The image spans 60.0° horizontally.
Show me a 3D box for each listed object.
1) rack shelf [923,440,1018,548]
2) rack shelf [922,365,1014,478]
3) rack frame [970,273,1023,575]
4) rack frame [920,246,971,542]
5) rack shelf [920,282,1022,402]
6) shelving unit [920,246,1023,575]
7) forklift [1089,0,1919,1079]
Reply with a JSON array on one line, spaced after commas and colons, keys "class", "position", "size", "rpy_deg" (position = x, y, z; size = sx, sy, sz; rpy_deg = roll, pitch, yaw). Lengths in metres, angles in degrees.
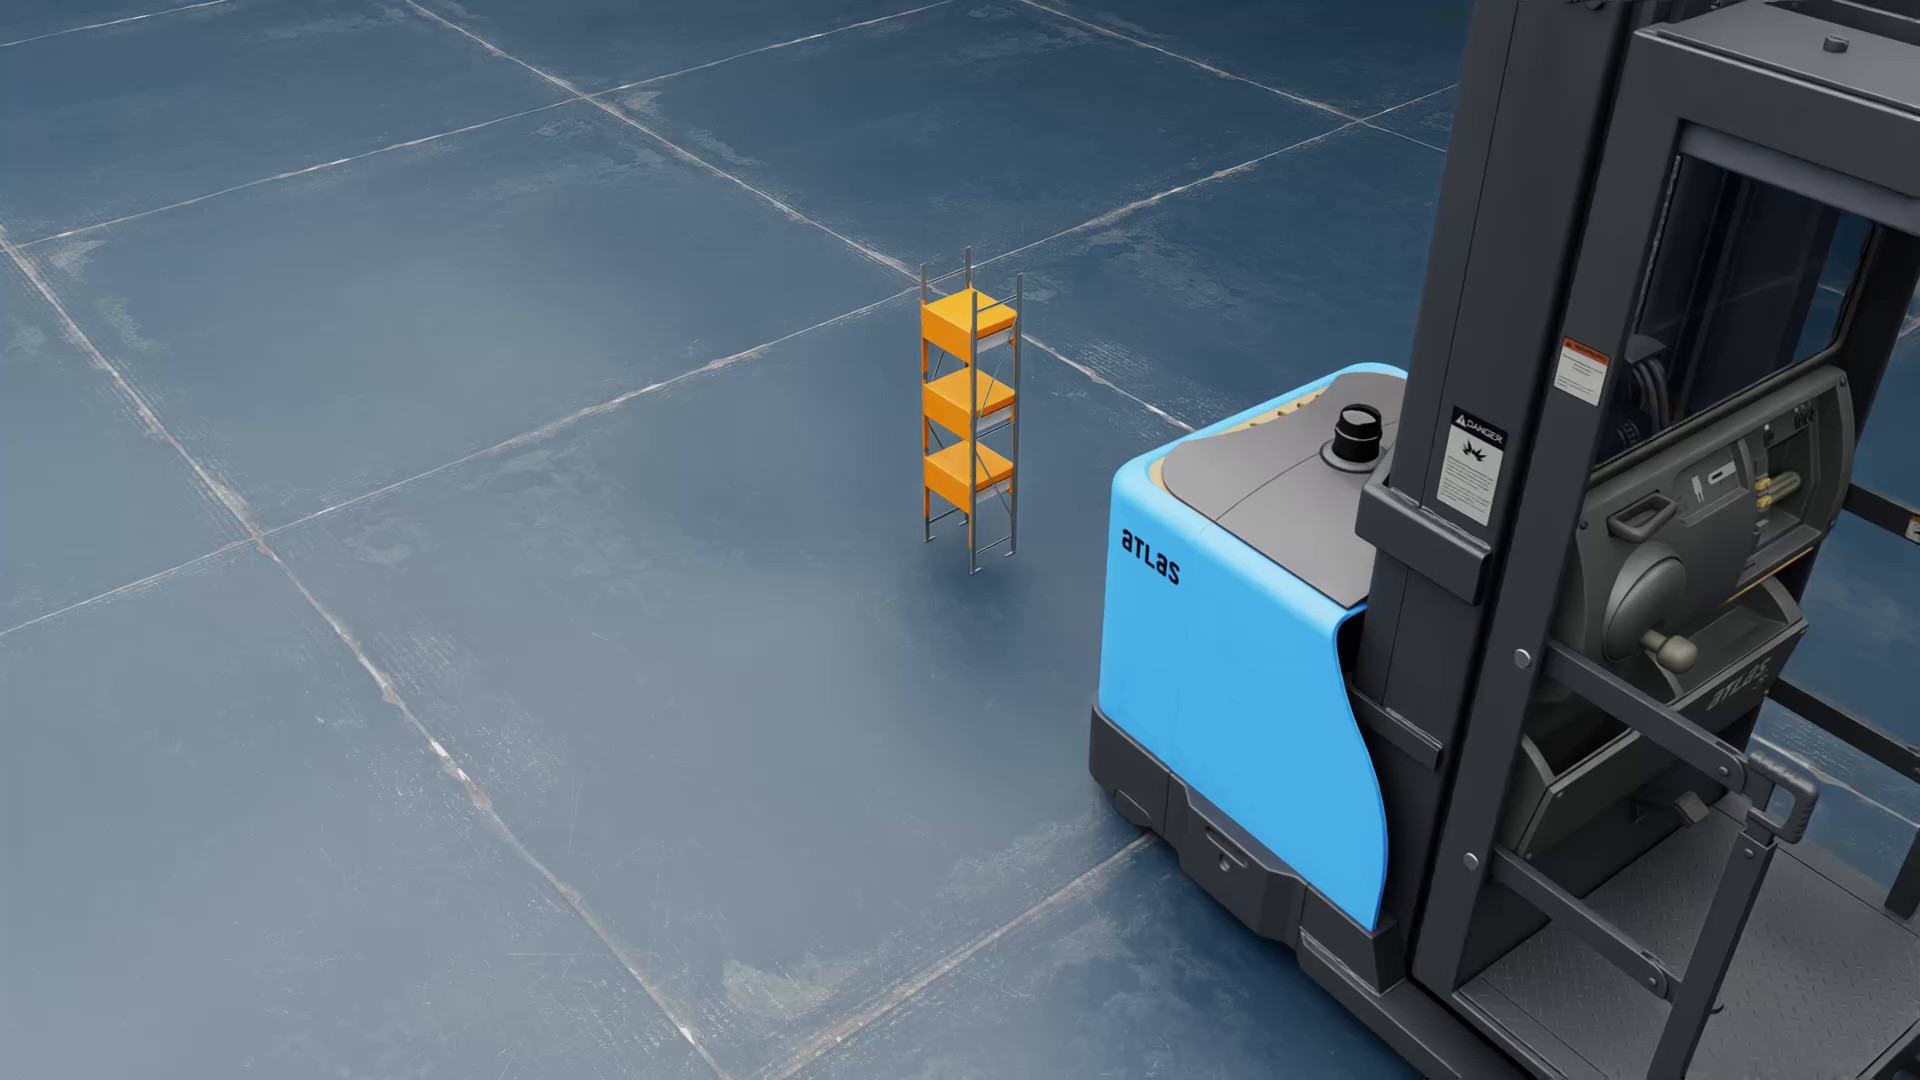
[{"class": "rack shelf", "position": [0.035, -0.169, 5.580], "size": [0.215, 0.259, 0.240], "rpy_deg": [-26, 43, -32]}, {"class": "rack shelf", "position": [0.035, -0.396, 5.419], "size": [0.215, 0.259, 0.240], "rpy_deg": [-26, 43, -32]}, {"class": "rack frame", "position": [0.113, -0.351, 5.337], "size": [0.200, 1.050, 0.008], "rpy_deg": [-26, 43, -32]}, {"class": "rack frame", "position": [-0.044, -0.459, 5.489], "size": [0.200, 1.050, 0.008], "rpy_deg": [-26, 43, -32]}, {"class": "rack shelf", "position": [0.035, -0.628, 5.255], "size": [0.215, 0.259, 0.240], "rpy_deg": [-26, 43, -32]}, {"class": "shelving unit", "position": [0.035, -0.405, 5.413], "size": [0.215, 1.050, 0.252], "rpy_deg": [-26, 43, -32]}, {"class": "forklift", "position": [1.647, 0.014, 3.194], "size": [1.130, 2.935, 3.031], "rpy_deg": [-23, 41, -29]}]
